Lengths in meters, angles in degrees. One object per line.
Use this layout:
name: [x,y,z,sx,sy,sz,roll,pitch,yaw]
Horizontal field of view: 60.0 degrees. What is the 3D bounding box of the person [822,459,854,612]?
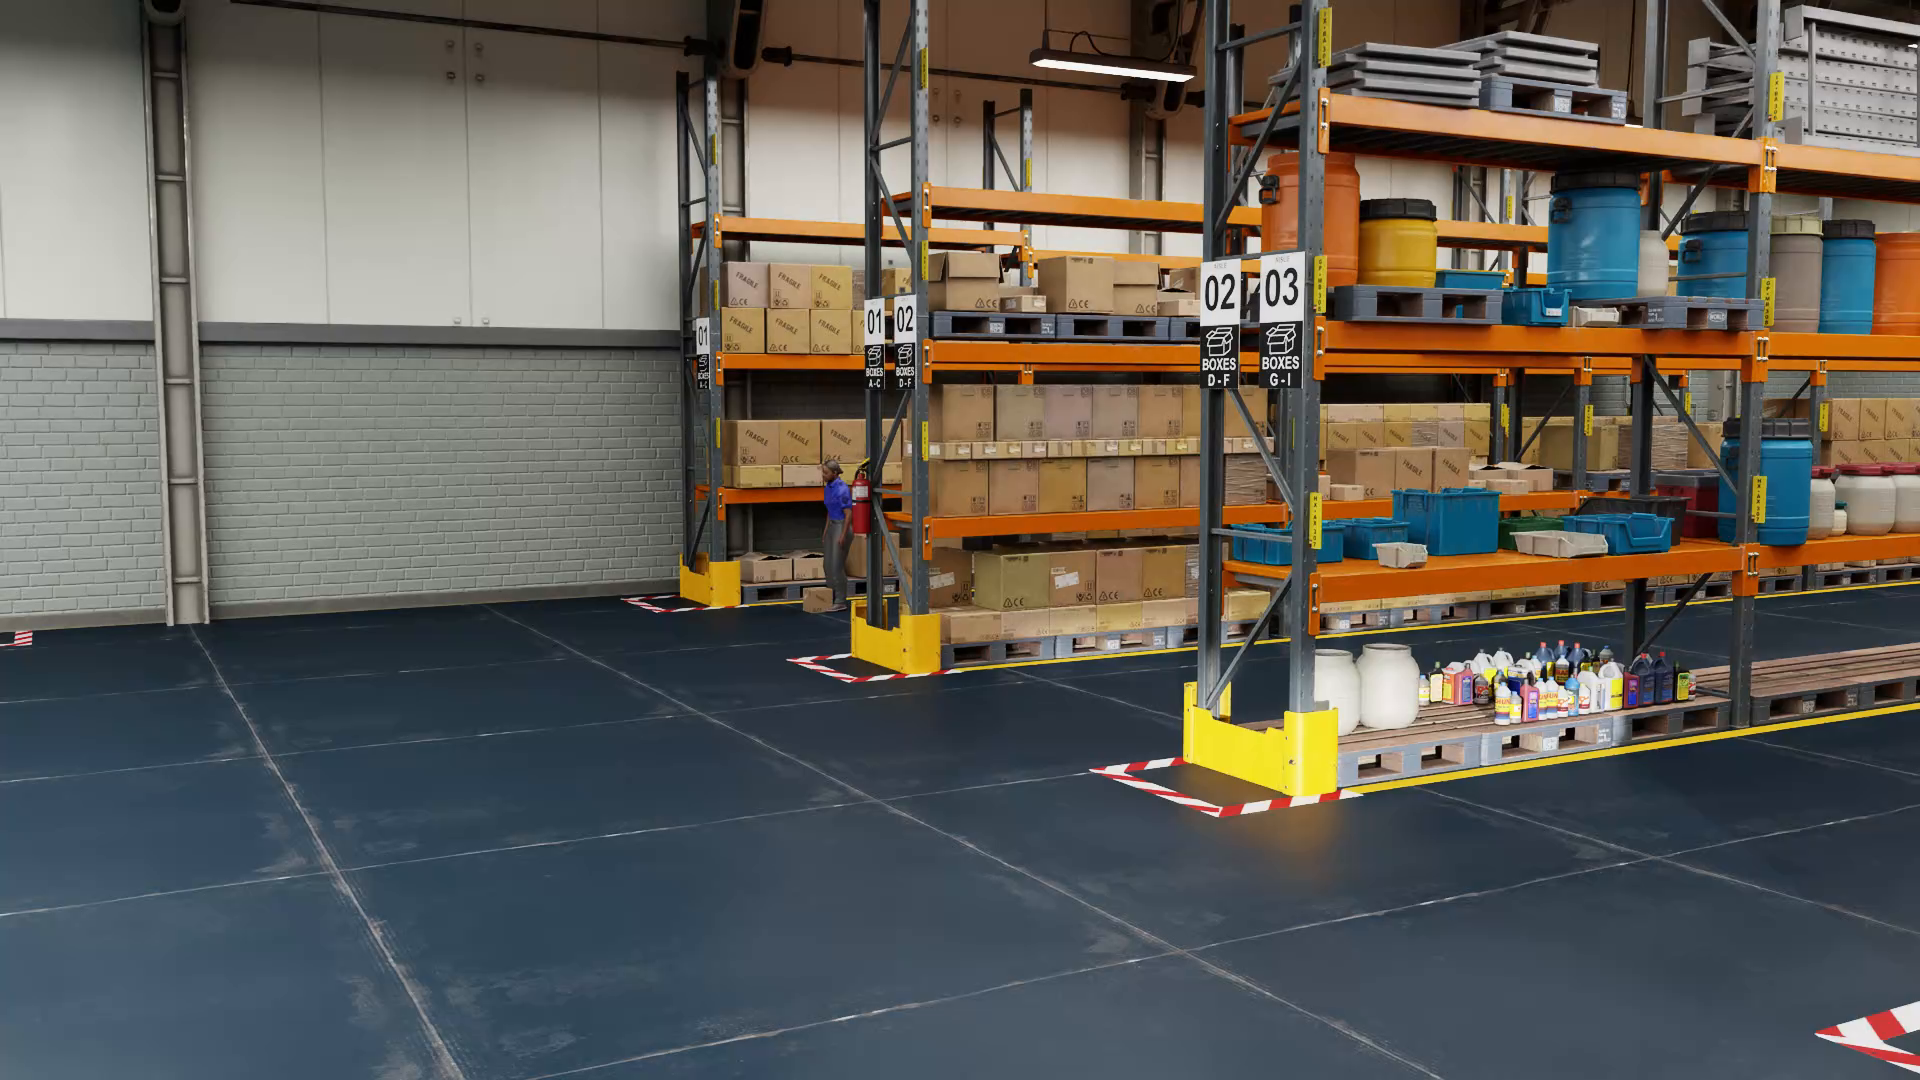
person: [-1.372,-0.057,18.161,0.392,1.654,0.512,-3,6,-29]
